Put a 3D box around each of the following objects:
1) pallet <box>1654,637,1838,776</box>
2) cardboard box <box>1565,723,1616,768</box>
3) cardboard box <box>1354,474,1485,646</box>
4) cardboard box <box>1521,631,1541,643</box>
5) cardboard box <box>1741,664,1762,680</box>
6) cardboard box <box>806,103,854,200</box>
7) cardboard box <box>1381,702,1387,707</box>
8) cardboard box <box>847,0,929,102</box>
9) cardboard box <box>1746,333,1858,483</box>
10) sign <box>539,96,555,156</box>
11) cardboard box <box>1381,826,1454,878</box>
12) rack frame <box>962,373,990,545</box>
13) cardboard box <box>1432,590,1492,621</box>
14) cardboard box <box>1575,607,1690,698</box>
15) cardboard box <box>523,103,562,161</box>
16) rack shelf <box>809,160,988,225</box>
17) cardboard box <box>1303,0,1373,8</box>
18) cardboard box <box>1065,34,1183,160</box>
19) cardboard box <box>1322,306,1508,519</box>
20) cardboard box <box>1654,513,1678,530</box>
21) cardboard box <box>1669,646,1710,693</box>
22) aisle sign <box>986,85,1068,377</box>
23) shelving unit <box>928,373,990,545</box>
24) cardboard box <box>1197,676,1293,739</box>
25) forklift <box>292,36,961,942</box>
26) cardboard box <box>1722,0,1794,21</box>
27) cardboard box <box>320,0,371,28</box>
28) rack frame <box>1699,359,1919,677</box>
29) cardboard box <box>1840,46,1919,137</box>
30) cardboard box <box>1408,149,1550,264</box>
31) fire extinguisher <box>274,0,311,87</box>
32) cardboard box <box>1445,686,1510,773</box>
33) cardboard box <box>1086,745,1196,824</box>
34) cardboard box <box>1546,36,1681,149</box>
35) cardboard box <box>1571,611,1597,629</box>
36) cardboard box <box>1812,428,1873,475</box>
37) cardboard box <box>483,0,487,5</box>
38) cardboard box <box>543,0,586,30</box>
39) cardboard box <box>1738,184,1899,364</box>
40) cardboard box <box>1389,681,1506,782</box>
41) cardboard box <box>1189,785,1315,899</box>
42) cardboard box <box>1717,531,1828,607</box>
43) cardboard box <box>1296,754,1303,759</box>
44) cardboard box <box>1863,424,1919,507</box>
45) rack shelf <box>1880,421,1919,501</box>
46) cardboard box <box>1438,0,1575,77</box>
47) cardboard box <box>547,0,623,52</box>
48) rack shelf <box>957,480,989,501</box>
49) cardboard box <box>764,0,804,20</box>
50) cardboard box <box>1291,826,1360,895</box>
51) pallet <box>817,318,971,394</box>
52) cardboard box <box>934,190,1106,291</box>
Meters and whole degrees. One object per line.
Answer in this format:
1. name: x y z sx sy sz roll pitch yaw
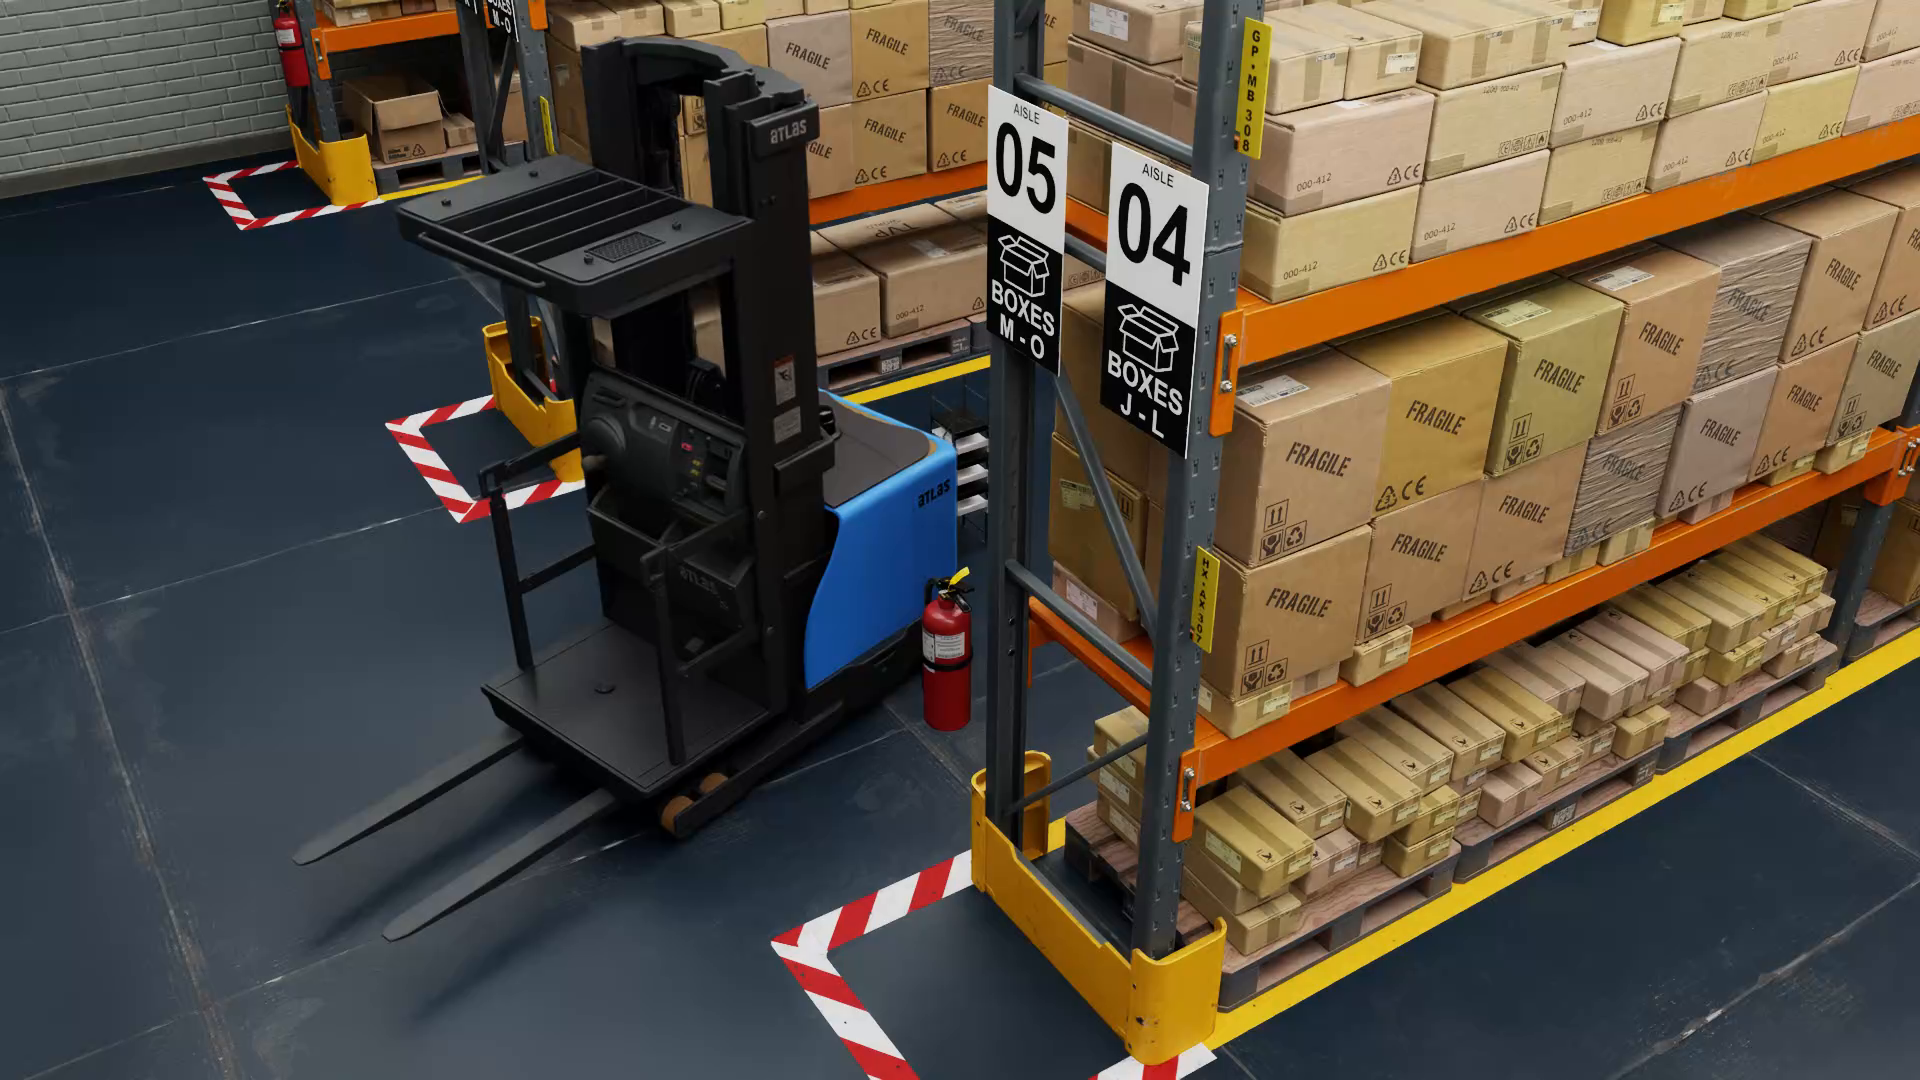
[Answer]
1. pallet: 3.233 0.531 7.710 1.213 0.211 1.003 -19 37 -27
2. cardboard box: 2.507 0.781 6.979 0.250 0.149 0.380 -18 37 -26
3. cardboard box: 1.379 -0.042 5.633 0.500 0.500 0.500 -19 37 -27
4. cardboard box: 2.277 0.312 7.165 0.250 0.149 0.380 -21 38 -29
5. cardboard box: 3.369 0.474 7.466 0.250 0.149 0.380 -18 36 -26
6. cardboard box: -0.945 -2.242 9.400 0.500 0.500 0.500 -19 37 -28
7. cardboard box: 1.569 0.613 6.966 0.250 0.149 0.380 -18 37 -27
8. cardboard box: -0.515 -2.818 9.375 0.500 0.500 0.500 -19 37 -27
9. cardboard box: 3.087 -0.610 6.533 0.500 0.500 0.500 -20 37 -29
10. sign: -2.055 -2.041 8.289 0.005 0.325 0.100 -19 37 -27
11. cardboard box: 1.685 1.106 6.463 0.250 0.149 0.380 -18 37 -27
12. rack frame: 0.079 -0.408 8.553 0.006 0.900 0.240 -19 37 -27
13. cardboard box: 1.697 0.108 6.003 0.250 0.149 0.380 -19 37 -28
14. cardboard box: 2.783 0.465 6.923 0.250 0.149 0.380 -21 38 -30
15. cardboard box: -2.089 -2.193 9.321 0.500 0.500 0.500 -19 37 -27
16. rack shelf: -0.670 -2.166 10.047 4.000 0.370 1.077 -19 37 -27
17. cardboard box: 1.012 -1.617 4.989 0.250 0.149 0.380 -20 37 -29
18. cardboard box: 0.665 -1.366 4.964 0.500 0.250 0.500 -20 37 -29
19. cardboard box: 1.358 -0.452 5.346 0.500 0.500 0.500 -18 36 -26
20. cardboard box: 2.565 -0.185 6.468 0.250 0.149 0.380 -20 37 -28
21. cardboard box: 2.985 0.475 7.184 0.250 0.149 0.380 -19 37 -27
22. aisle sign: 0.192 -0.915 4.952 0.004 0.787 0.394 -19 37 -27
23. shelving unit: -0.007 -0.378 8.506 0.210 0.900 0.258 -19 37 -27
24. cardboard box: 0.866 0.458 5.448 0.250 0.149 0.380 -19 37 -28
25. forklift: -1.336 -0.325 6.519 1.130 2.935 3.031 24 40 33
26. cardboard box: 2.388 -1.763 5.219 0.250 0.149 0.380 -20 37 -28
27. cardboard box: -4.619 -3.983 12.488 0.250 0.149 0.380 -19 37 -28
28. rack frame: 3.778 -0.858 7.299 0.127 3.000 1.000 -19 37 -27
29. cardboard box: 3.086 -1.661 5.901 0.500 0.250 0.500 -19 37 -27
30. cardboard box: 1.377 -1.073 4.968 0.500 0.250 0.500 -18 36 -26
31. fire extinguisher: -4.917 -3.677 12.190 0.183 0.674 0.296 -19 37 -27
32. cardboard box: 2.065 0.758 6.736 0.250 0.149 0.380 -17 36 -25
33. cardboard box: 0.705 0.920 6.480 0.250 0.149 0.380 -20 37 -29
34. cardboard box: 1.795 -1.421 5.052 0.500 0.250 0.500 -19 37 -27
35. cardboard box: 2.722 0.282 7.491 0.250 0.149 0.380 -21 38 -30
36. cardboard box: 3.507 -0.441 6.873 0.250 0.149 0.380 -20 37 -28
37. cardboard box: -3.762 -4.294 12.981 0.250 0.149 0.380 -18 37 -27
38. cardboard box: -2.158 -2.825 8.779 0.250 0.149 0.380 -18 37 -27
39. cardboard box: 3.098 -1.040 6.278 0.500 0.500 0.500 -20 37 -29
40. cardboard box: 1.890 0.742 6.483 0.250 0.149 0.380 -17 36 -25
41. cardboard box: 1.040 1.076 5.954 0.250 0.149 0.380 -21 38 -29
42. cardboard box: 3.620 0.138 7.441 0.250 0.149 0.380 -18 36 -26
43. cardboard box: 1.376 0.846 6.876 0.250 0.149 0.380 -19 37 -27
44. cardboard box: 4.542 -0.391 7.804 0.500 0.250 0.500 -21 38 -29
45. rack shelf: 5.459 -1.132 8.407 4.000 0.370 1.077 -19 37 -27
46. cardboard box: 1.508 -1.460 4.740 0.250 0.149 0.380 -18 37 -27
47. cardboard box: -1.903 -2.610 8.438 0.250 0.149 0.380 -18 37 -26
48. rack shelf: -0.007 -0.274 8.572 0.200 0.077 0.258 -19 37 -27
49. cardboard box: -1.037 -2.926 8.937 0.250 0.149 0.380 -19 37 -27
50. cardboard box: 1.256 1.110 6.178 0.250 0.149 0.380 -19 37 -27
51. pallet: -0.697 -1.330 10.660 1.213 0.211 1.003 -19 37 -27
52. cardboard box: 0.425 -2.009 11.132 0.875 0.438 0.875 -20 37 -28
